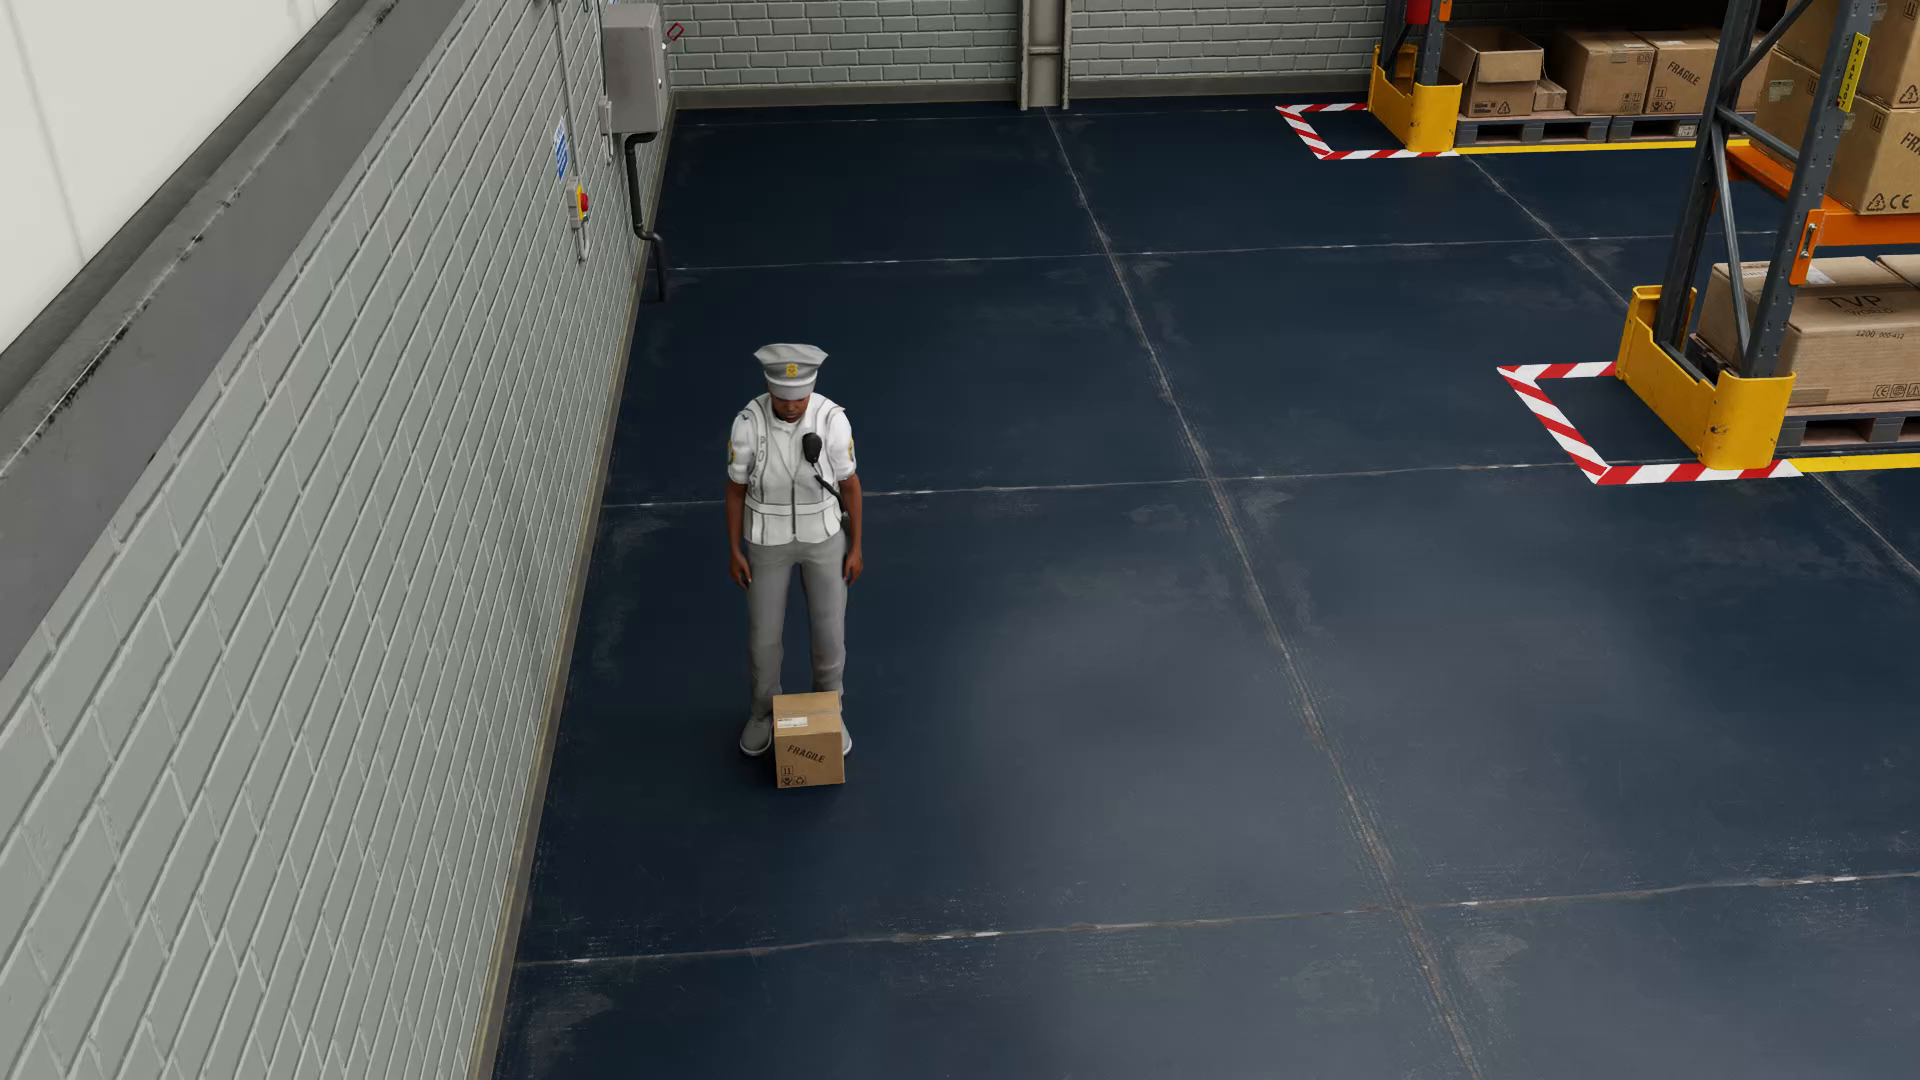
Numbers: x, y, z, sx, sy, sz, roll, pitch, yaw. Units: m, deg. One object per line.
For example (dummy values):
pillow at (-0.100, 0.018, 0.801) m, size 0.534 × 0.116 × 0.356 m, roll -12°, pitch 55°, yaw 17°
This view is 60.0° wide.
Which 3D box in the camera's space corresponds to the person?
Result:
person at (-0.604, 0.033, 6.079) m, size 0.506 × 1.660 × 0.415 m, roll -3°, pitch 31°, yaw -4°
